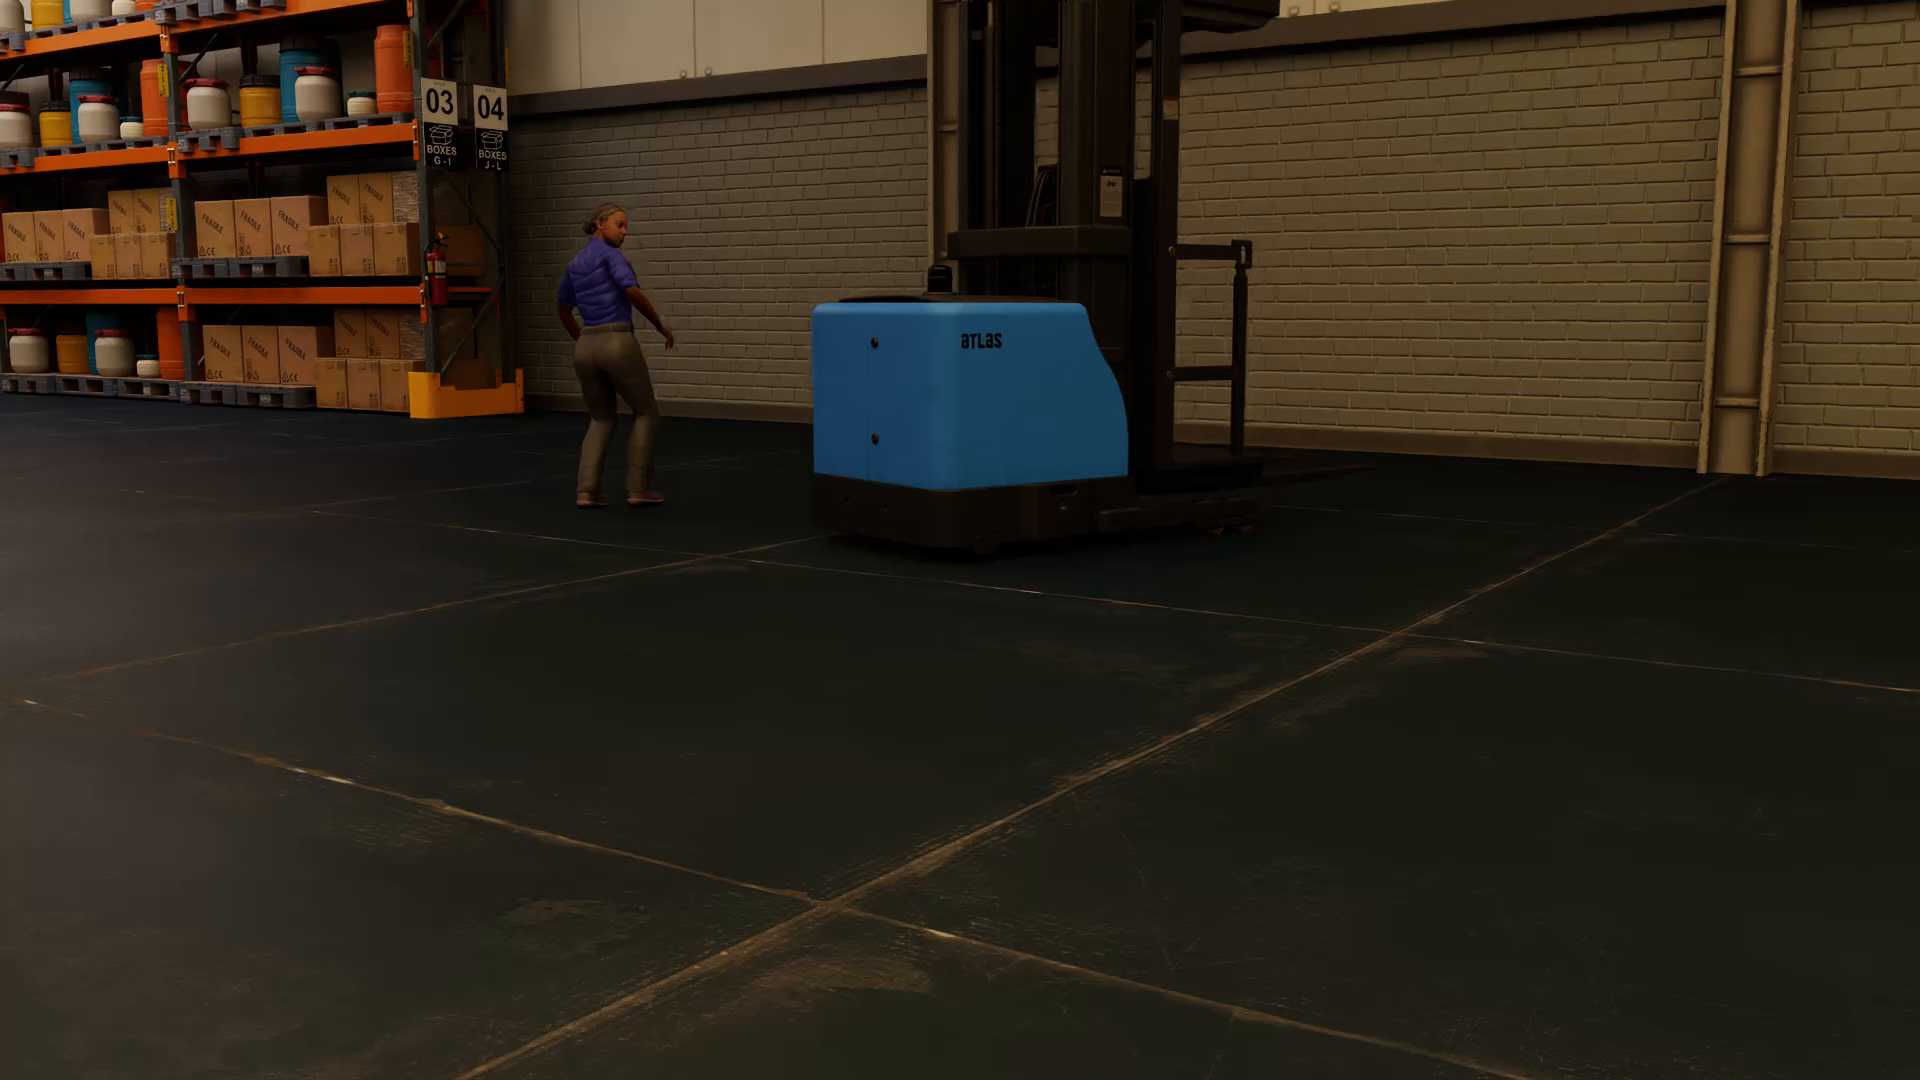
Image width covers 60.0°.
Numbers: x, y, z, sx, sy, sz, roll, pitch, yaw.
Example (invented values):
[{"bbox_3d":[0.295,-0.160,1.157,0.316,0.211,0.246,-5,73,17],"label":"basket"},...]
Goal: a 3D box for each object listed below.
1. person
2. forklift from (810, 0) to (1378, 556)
[{"bbox_3d":[-1.849,-0.974,8.826,0.669,1.612,0.468,5,9,31],"label":"person"},{"bbox_3d":[0.797,-1.527,7.930,3.031,2.935,1.130,-6,10,-37],"label":"forklift"}]
